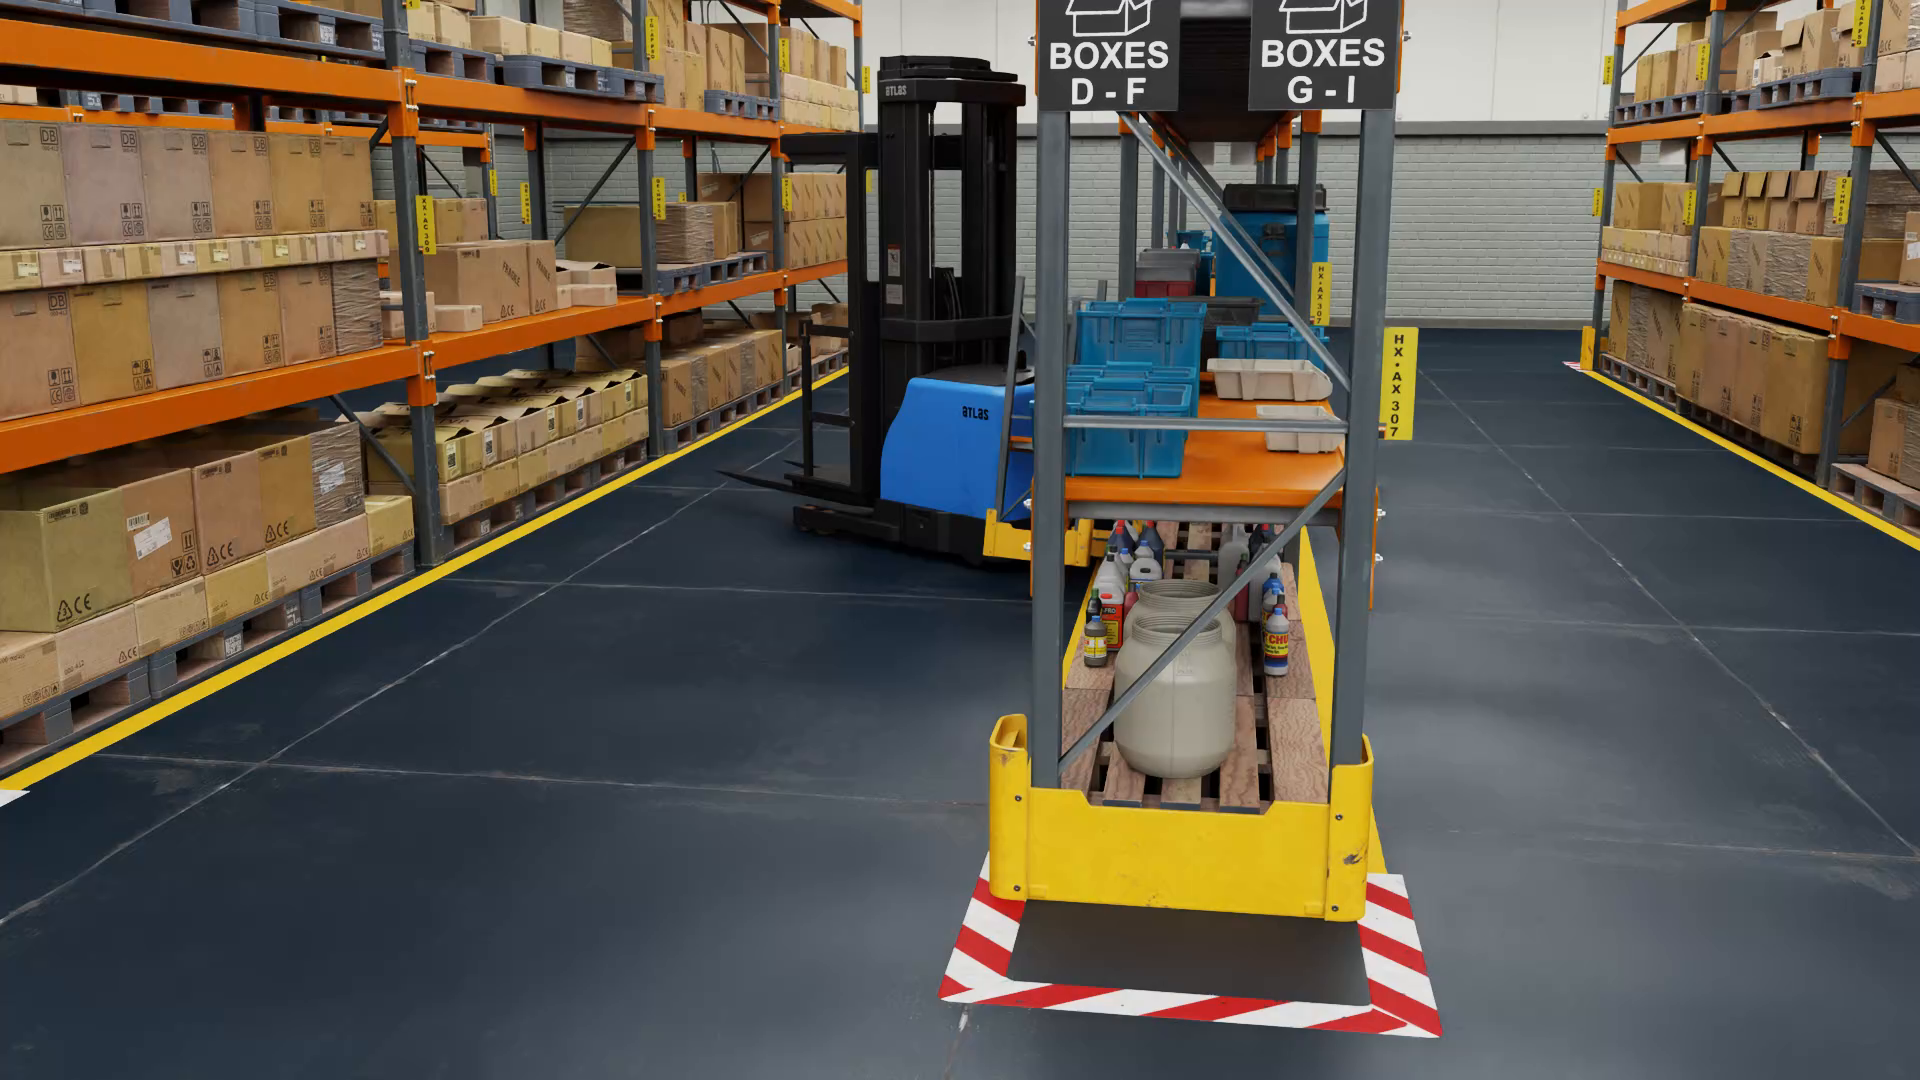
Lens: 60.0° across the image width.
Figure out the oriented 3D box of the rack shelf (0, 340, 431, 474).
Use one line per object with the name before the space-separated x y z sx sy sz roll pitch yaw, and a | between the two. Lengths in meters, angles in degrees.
rack shelf | -3.863 -0.561 7.686 1.077 0.370 4.000 2 12 9

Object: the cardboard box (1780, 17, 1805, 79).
cardboard box | 7.141 -3.988 13.518 0.797 0.503 0.637 2 12 8

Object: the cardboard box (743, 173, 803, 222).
cardboard box | -1.974 -3.621 17.567 0.500 0.500 0.500 2 12 10

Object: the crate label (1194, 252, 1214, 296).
crate label | 1.534 -1.820 11.735 0.502 0.435 0.616 2 12 9

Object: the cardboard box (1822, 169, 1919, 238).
cardboard box | 6.976 -2.531 12.501 0.797 0.503 0.637 2 12 11

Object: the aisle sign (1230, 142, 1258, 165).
aisle sign | 3.485 -4.943 20.137 0.394 0.787 0.004 2 12 9

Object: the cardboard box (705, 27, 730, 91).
cardboard box | -2.556 -4.522 15.764 0.600 0.600 0.600 2 12 8

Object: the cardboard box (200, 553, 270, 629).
cardboard box | -3.636 0.225 7.857 0.500 0.250 0.500 2 12 9

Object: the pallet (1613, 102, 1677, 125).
pallet | 7.974 -4.774 18.616 1.003 0.211 1.213 2 12 9

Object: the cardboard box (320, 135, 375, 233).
cardboard box | -3.617 -1.920 8.966 0.700 0.500 0.500 2 12 9

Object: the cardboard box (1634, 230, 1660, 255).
cardboard box | 7.508 -3.165 17.709 0.500 0.250 0.500 2 12 8

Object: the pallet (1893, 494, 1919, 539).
pallet | 6.536 -0.061 10.277 1.003 0.211 1.213 2 12 9

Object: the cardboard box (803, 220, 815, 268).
cardboard box | -1.902 -3.248 18.206 0.500 0.500 0.500 2 12 10

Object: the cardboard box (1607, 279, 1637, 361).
cardboard box | 8.059 -2.537 19.190 0.875 0.875 0.875 2 12 9

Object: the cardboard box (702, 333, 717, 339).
cardboard box | -2.711 -1.784 16.539 0.500 0.500 0.500 2 12 9

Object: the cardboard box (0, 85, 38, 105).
cardboard box | -7.679 -3.596 13.102 0.500 0.311 0.500 2 12 9

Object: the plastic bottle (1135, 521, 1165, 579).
plastic bottle | 0.947 0.071 8.288 0.144 0.351 0.185 2 12 9

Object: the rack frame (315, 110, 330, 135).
rack frame | -7.220 -3.155 18.011 1.000 3.000 0.127 2 12 9

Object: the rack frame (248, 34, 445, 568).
rack frame | -3.555 -1.329 9.542 1.000 3.000 0.127 2 12 9

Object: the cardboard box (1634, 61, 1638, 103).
cardboard box | 8.051 -5.165 18.749 0.700 0.500 0.500 1 12 5

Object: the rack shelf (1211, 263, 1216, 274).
rack shelf | 2.877 -2.898 18.529 1.077 0.370 4.000 2 12 9

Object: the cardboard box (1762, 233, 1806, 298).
cardboard box | 6.838 -2.212 13.399 0.500 0.500 0.500 1 12 7

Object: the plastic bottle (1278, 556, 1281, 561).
plastic bottle | 1.511 0.163 8.019 0.061 0.283 0.133 3 12 12

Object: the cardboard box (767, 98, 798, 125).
cardboard box | -2.006 -4.481 17.402 0.500 0.250 0.500 2 12 9

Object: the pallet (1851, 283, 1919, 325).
pallet | 6.843 -1.595 11.229 1.213 0.211 1.003 2 12 9

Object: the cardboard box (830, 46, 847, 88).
cardboard box | -1.773 -5.724 20.203 0.700 0.500 0.500 2 12 9

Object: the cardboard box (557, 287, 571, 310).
cardboard box | -3.081 -1.772 12.192 0.380 0.149 0.250 3 12 13

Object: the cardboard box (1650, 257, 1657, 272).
cardboard box | 7.344 -2.839 17.141 0.380 0.149 0.250 2 12 10

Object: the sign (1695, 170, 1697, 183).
sign | 8.612 -4.167 19.399 0.100 0.325 0.005 2 12 9

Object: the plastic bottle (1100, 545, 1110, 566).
plastic bottle | 0.709 0.171 7.981 0.061 0.283 0.133 2 12 11

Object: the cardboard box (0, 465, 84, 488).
cardboard box | -4.243 -0.054 7.376 0.500 0.500 0.500 2 12 9

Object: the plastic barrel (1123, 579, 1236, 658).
plastic barrel | 0.826 0.432 6.280 0.421 0.512 0.421 0 12 0

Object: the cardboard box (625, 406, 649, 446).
cardboard box | -2.780 -0.906 13.107 0.500 0.250 0.500 2 12 10

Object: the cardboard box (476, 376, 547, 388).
cardboard box | -3.383 -1.088 12.622 0.500 0.311 0.500 2 12 7

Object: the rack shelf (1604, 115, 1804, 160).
rack shelf | 7.771 -4.204 17.468 1.077 0.370 4.000 2 12 9

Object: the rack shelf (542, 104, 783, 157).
rack shelf | -2.633 -3.693 15.098 1.077 0.370 4.000 2 12 9

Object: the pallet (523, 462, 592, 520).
pallet | -3.295 -0.376 11.735 1.003 0.211 1.213 2 12 9

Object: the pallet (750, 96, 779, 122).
pallet | -2.495 -4.236 16.354 1.213 0.211 1.003 2 12 9

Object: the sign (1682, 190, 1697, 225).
sign | 6.914 -3.153 15.759 0.100 0.325 0.005 2 12 9

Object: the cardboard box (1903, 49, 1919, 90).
cardboard box | 6.445 -3.037 10.701 0.500 0.250 0.500 2 12 10

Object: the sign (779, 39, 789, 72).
sign | -1.776 -4.889 16.778 0.100 0.325 0.005 2 12 9

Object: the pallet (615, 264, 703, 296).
pallet | -2.905 -2.212 14.092 1.213 0.211 1.003 2 12 9

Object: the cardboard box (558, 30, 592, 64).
cardboard box | -3.017 -3.554 12.106 0.500 0.250 0.500 2 12 10

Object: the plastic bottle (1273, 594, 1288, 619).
plastic bottle | 1.363 0.363 7.090 0.061 0.283 0.133 2 12 10

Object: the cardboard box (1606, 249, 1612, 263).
cardboard box | 7.659 -3.266 19.126 0.380 0.149 0.250 2 12 8

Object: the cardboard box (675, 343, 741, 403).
cardboard box | -2.356 -1.563 15.515 0.500 0.500 0.500 1 12 7

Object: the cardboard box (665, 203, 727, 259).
cardboard box | -2.536 -2.879 15.499 0.700 0.500 0.500 -1 12 -6

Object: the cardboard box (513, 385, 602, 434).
cardboard box | -2.931 -0.967 12.059 0.500 0.311 0.500 2 12 8

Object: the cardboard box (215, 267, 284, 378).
cardboard box | -3.773 -1.071 8.108 0.700 0.500 0.500 2 12 9

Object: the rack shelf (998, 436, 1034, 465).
rack shelf | 0.633 -0.464 9.290 0.538 0.185 1.000 6 3 21

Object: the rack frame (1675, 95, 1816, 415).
rack frame | 7.463 -2.673 15.777 1.000 3.000 0.127 2 12 9

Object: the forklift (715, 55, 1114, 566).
forklift | -0.435 -1.528 10.624 1.130 2.935 3.031 -12 17 -43

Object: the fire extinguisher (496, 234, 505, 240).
fire extinguisher | -6.126 -3.784 21.998 0.296 0.674 0.183 2 12 9

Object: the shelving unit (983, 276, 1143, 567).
shelving unit | 0.653 -0.643 9.289 0.587 1.500 1.083 6 3 21

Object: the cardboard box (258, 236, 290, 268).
cardboard box | -3.544 -1.420 8.186 0.380 0.149 0.250 2 12 8
